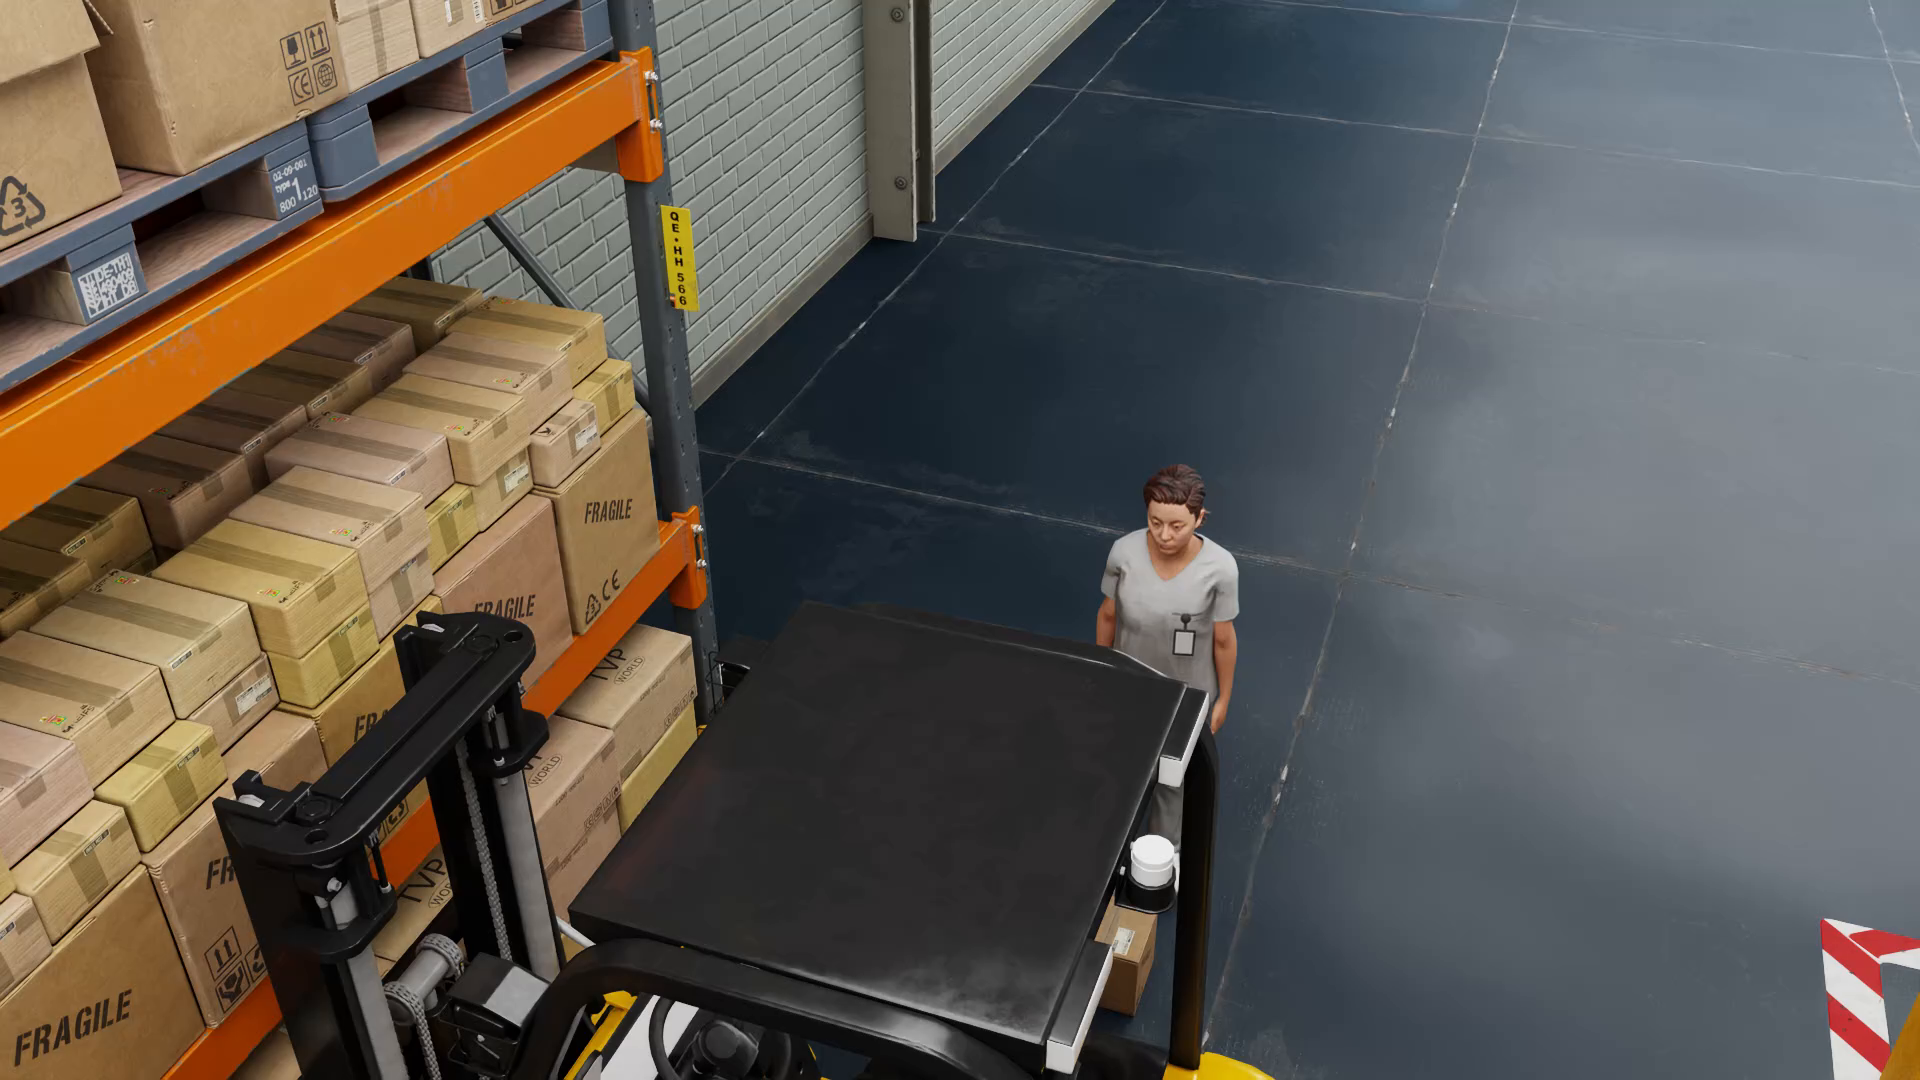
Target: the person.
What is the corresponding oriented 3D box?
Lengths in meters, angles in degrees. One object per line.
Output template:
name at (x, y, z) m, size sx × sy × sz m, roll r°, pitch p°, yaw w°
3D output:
person at (0.632, 0.522, 5.333) m, size 0.462 × 1.672 × 0.565 m, roll 7°, pitch 34°, yaw 11°
